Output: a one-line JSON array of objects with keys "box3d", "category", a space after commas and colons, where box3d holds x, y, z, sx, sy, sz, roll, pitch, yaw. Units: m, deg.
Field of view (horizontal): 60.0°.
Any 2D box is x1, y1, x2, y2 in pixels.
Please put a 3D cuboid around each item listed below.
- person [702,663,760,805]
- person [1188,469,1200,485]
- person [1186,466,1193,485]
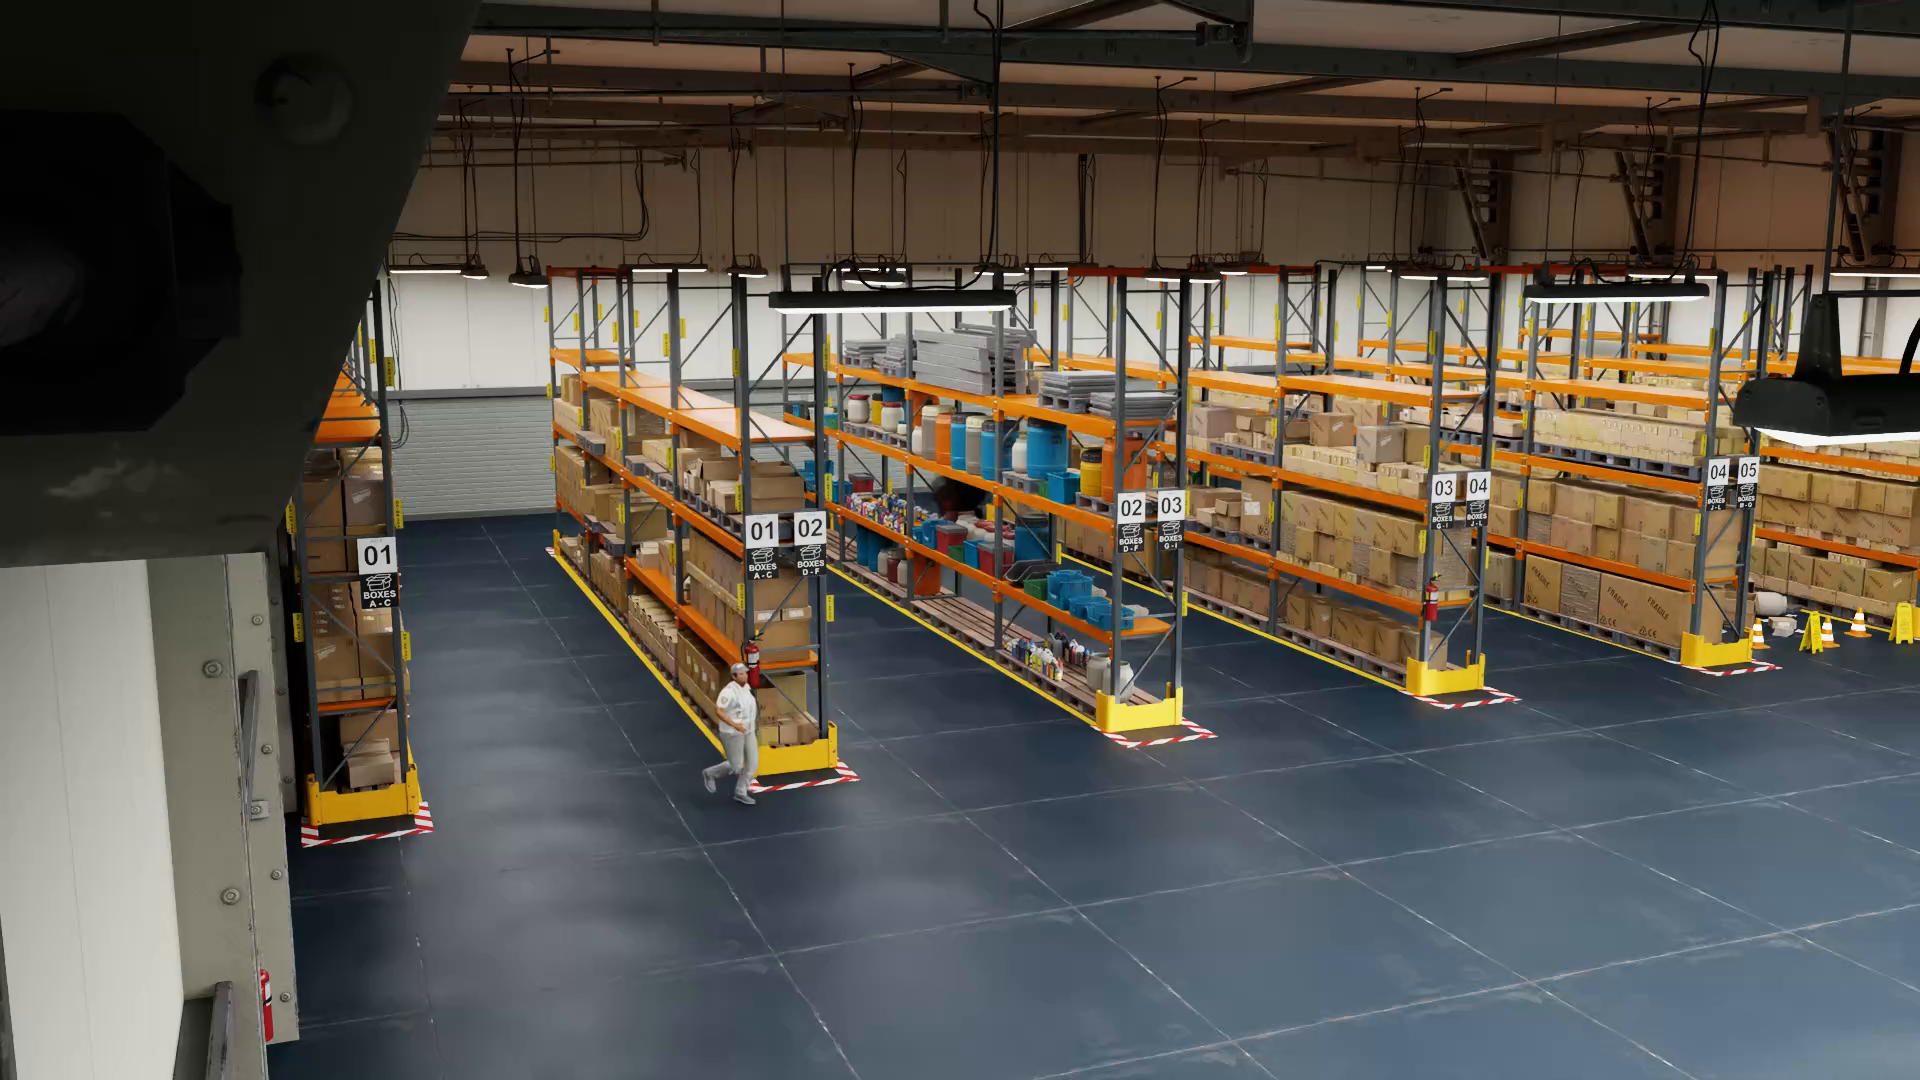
[{"box3d": [-2.616, 2.219, 19.311, 0.664, 1.634, 0.635, 5, 11, 29], "category": "person"}, {"box3d": [5.739, -1.760, 41.747, 0.683, 1.728, 0.943, 1, 10, 4], "category": "person"}, {"box3d": [4.998, -1.105, 37.988, 0.709, 1.763, 0.879, -3, 10, -19], "category": "person"}]
